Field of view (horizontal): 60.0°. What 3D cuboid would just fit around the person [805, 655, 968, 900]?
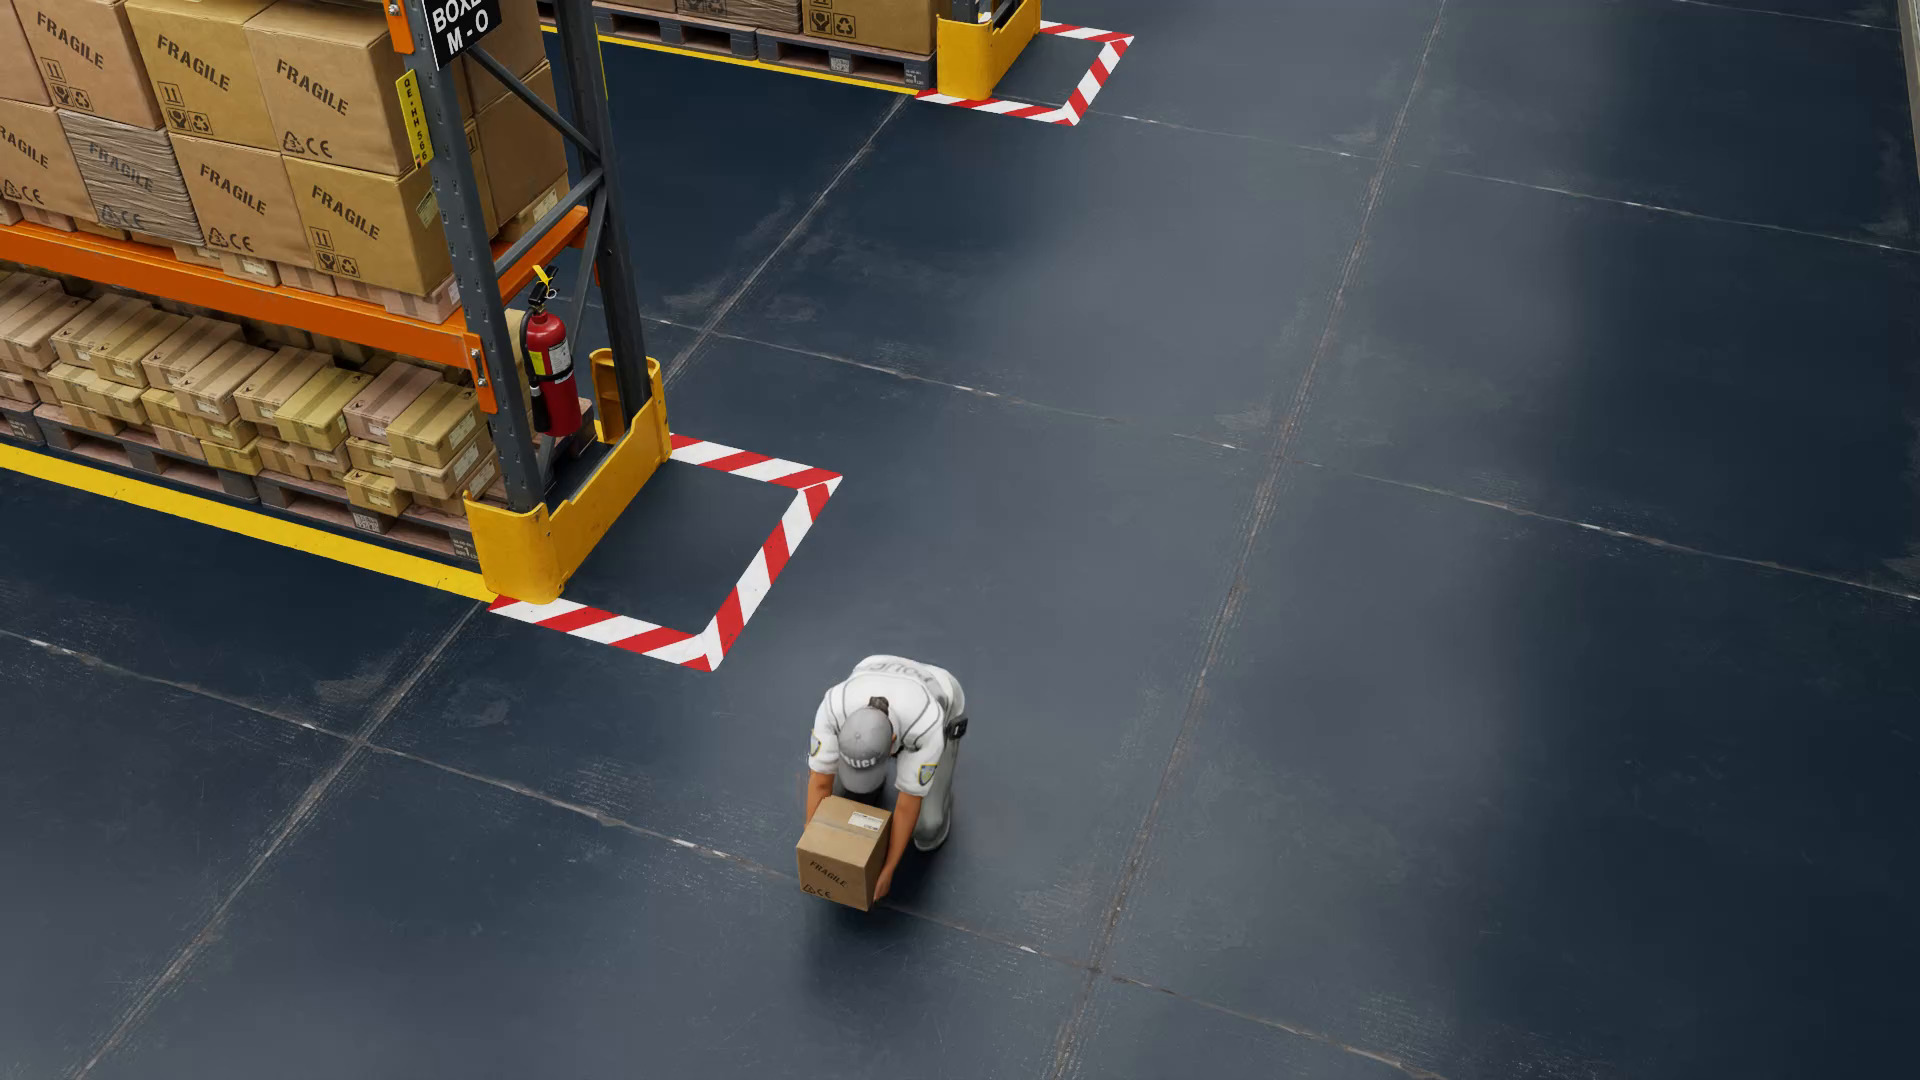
[{"bbox_3d":[-0.270,0.753,5.862,0.517,0.953,0.865,13,43,14],"label":"person"}]
